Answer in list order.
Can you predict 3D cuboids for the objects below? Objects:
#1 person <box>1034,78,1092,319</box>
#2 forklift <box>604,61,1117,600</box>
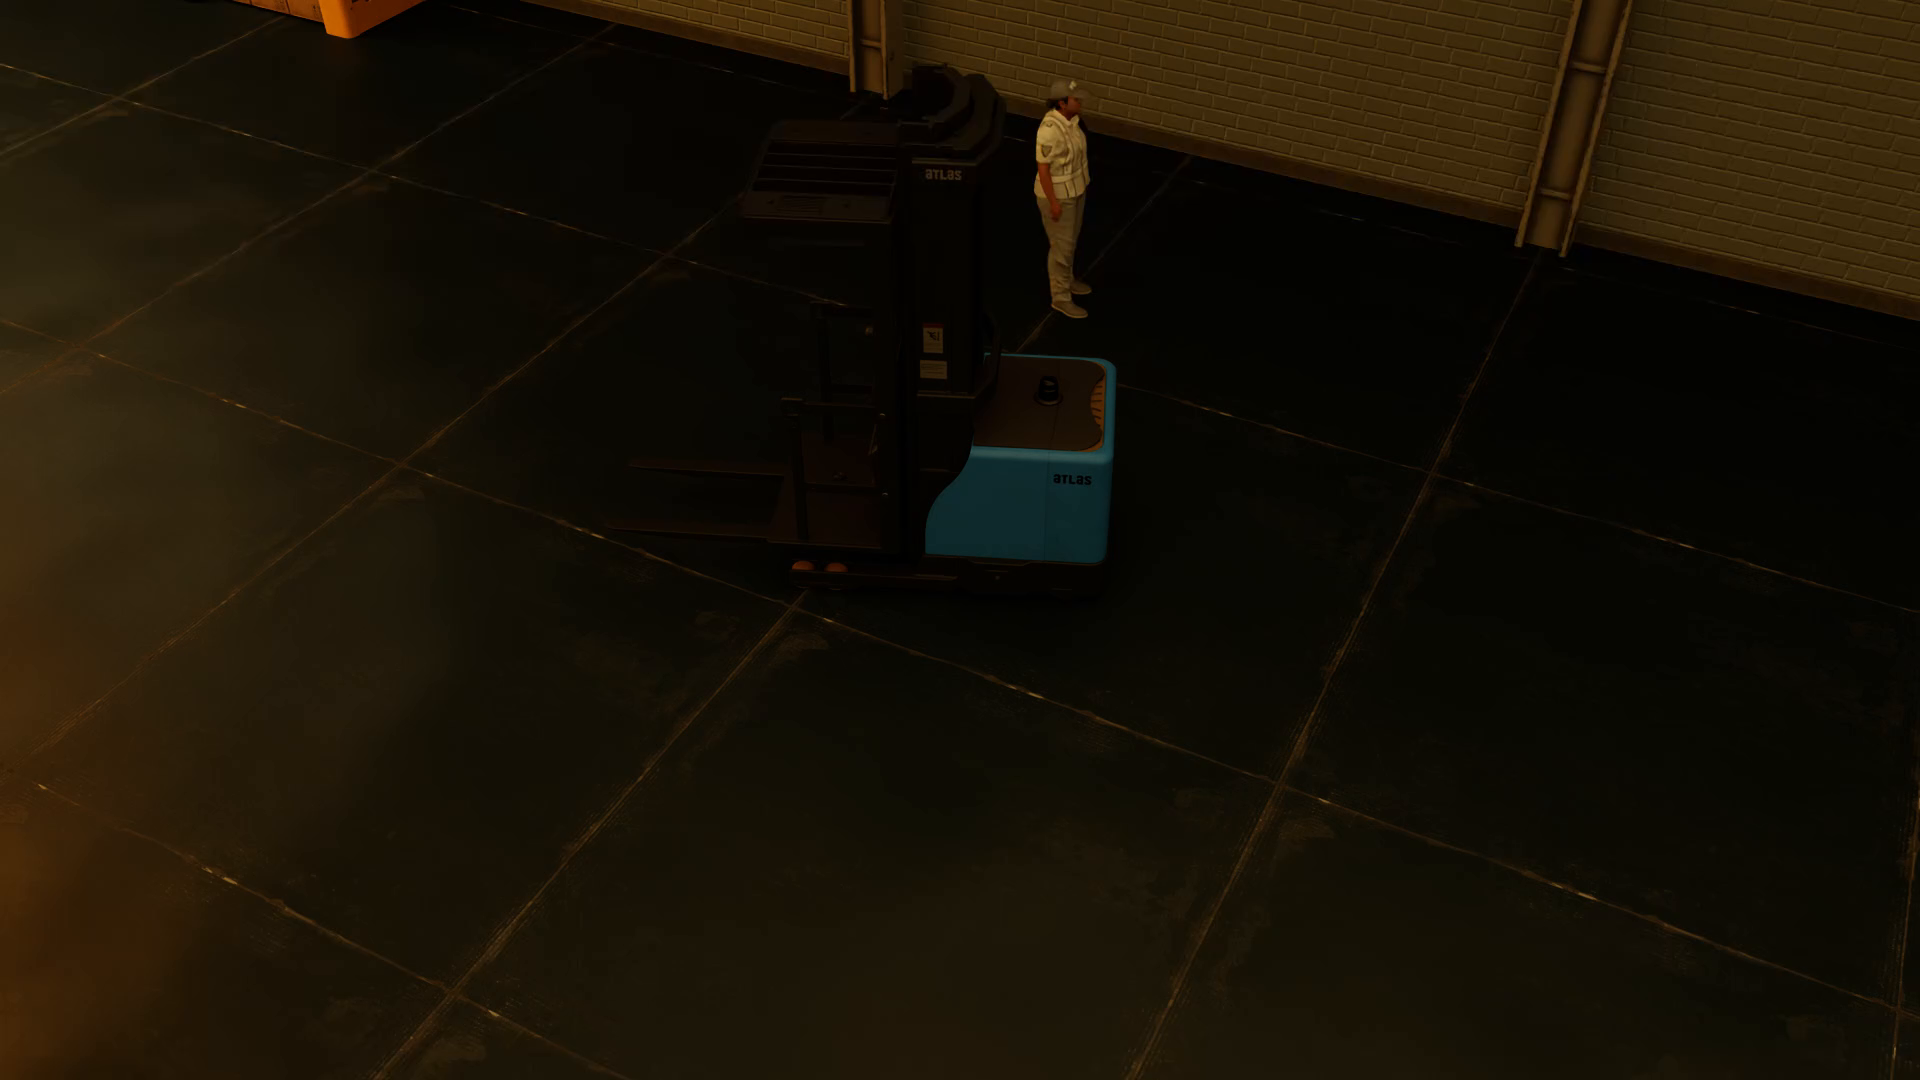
[{"bbox_3d":[0.797,-2.474,11.899,0.513,1.672,0.597,16,43,18],"label":"person"},{"bbox_3d":[-0.606,-1.157,9.360,3.031,2.935,1.130,3,40,4],"label":"forklift"}]
